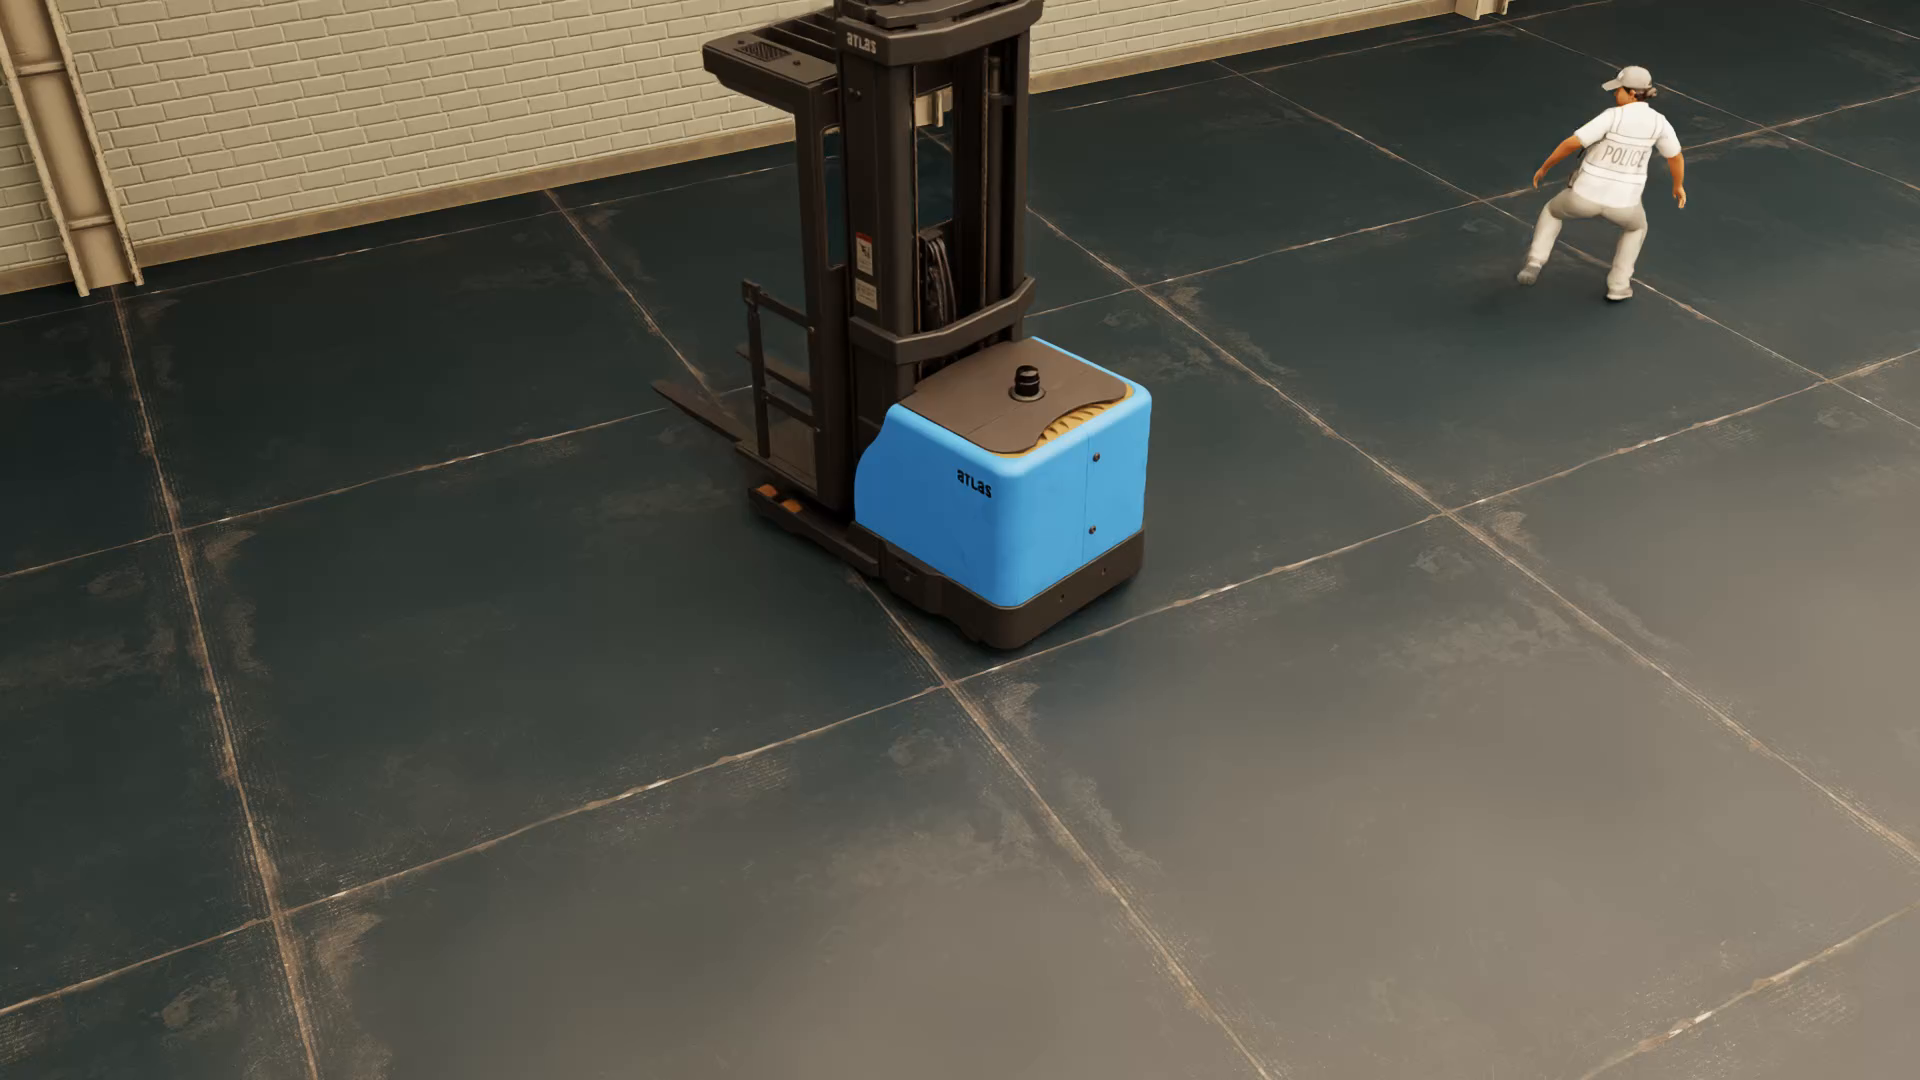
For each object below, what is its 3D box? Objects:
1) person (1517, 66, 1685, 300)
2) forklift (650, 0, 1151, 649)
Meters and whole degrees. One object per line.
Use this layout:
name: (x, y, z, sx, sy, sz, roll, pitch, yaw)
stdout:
person: (4.111, -2.229, 10.514, 0.959, 1.541, 0.518, 9, 36, 12)
forklift: (-0.479, -1.431, 8.148, 1.130, 2.935, 3.031, -30, 45, -35)
